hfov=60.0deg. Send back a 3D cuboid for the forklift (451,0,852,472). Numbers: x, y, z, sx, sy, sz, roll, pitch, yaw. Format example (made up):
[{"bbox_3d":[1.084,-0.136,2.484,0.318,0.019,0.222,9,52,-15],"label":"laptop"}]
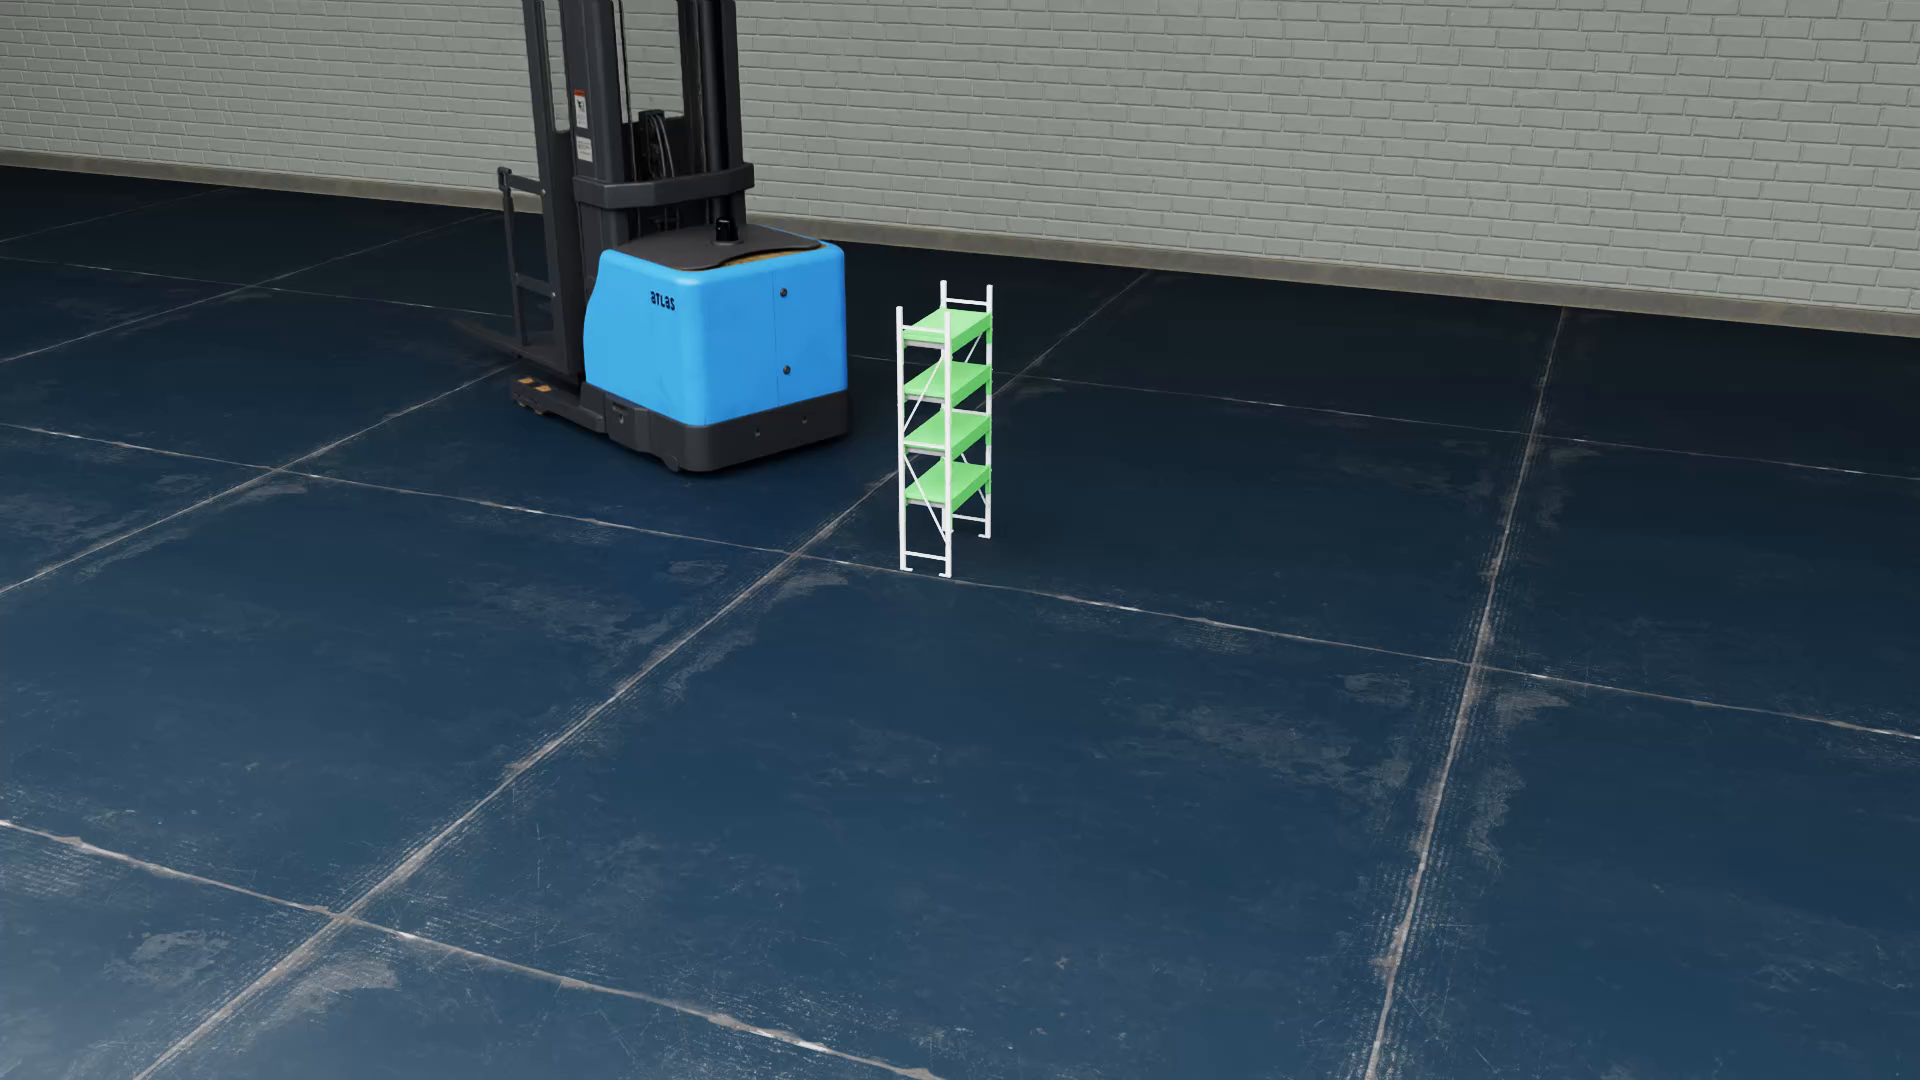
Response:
[{"bbox_3d":[-1.945,-2.180,9.167,1.130,2.935,3.031,-19,29,-38],"label":"forklift"}]

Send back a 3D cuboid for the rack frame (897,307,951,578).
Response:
[{"bbox_3d":[-0.152,-0.407,7.168,0.240,1.200,0.015,9,24,20],"label":"rack frame"}]

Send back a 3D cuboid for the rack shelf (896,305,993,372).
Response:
[{"bbox_3d":[-0.062,-0.878,7.217,0.258,0.148,0.480,9,24,20],"label":"rack shelf"}]

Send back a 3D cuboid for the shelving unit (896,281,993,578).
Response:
[{"bbox_3d":[-0.061,-0.494,7.377,0.258,1.200,0.503,9,24,20],"label":"shelving unit"}]

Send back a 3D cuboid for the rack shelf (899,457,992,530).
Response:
[{"bbox_3d":[-0.061,-0.214,7.494,0.258,0.148,0.480,9,24,20],"label":"rack shelf"}]

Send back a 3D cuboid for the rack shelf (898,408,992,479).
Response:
[{"bbox_3d":[-0.061,-0.435,7.402,0.258,0.148,0.480,9,24,20],"label":"rack shelf"}]

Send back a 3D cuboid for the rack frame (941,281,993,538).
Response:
[{"bbox_3d":[0.029,-0.582,7.586,0.240,1.200,0.015,9,24,20],"label":"rack frame"}]

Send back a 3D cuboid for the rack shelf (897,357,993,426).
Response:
[{"bbox_3d":[-0.061,-0.657,7.309,0.258,0.148,0.480,9,24,20],"label":"rack shelf"}]
